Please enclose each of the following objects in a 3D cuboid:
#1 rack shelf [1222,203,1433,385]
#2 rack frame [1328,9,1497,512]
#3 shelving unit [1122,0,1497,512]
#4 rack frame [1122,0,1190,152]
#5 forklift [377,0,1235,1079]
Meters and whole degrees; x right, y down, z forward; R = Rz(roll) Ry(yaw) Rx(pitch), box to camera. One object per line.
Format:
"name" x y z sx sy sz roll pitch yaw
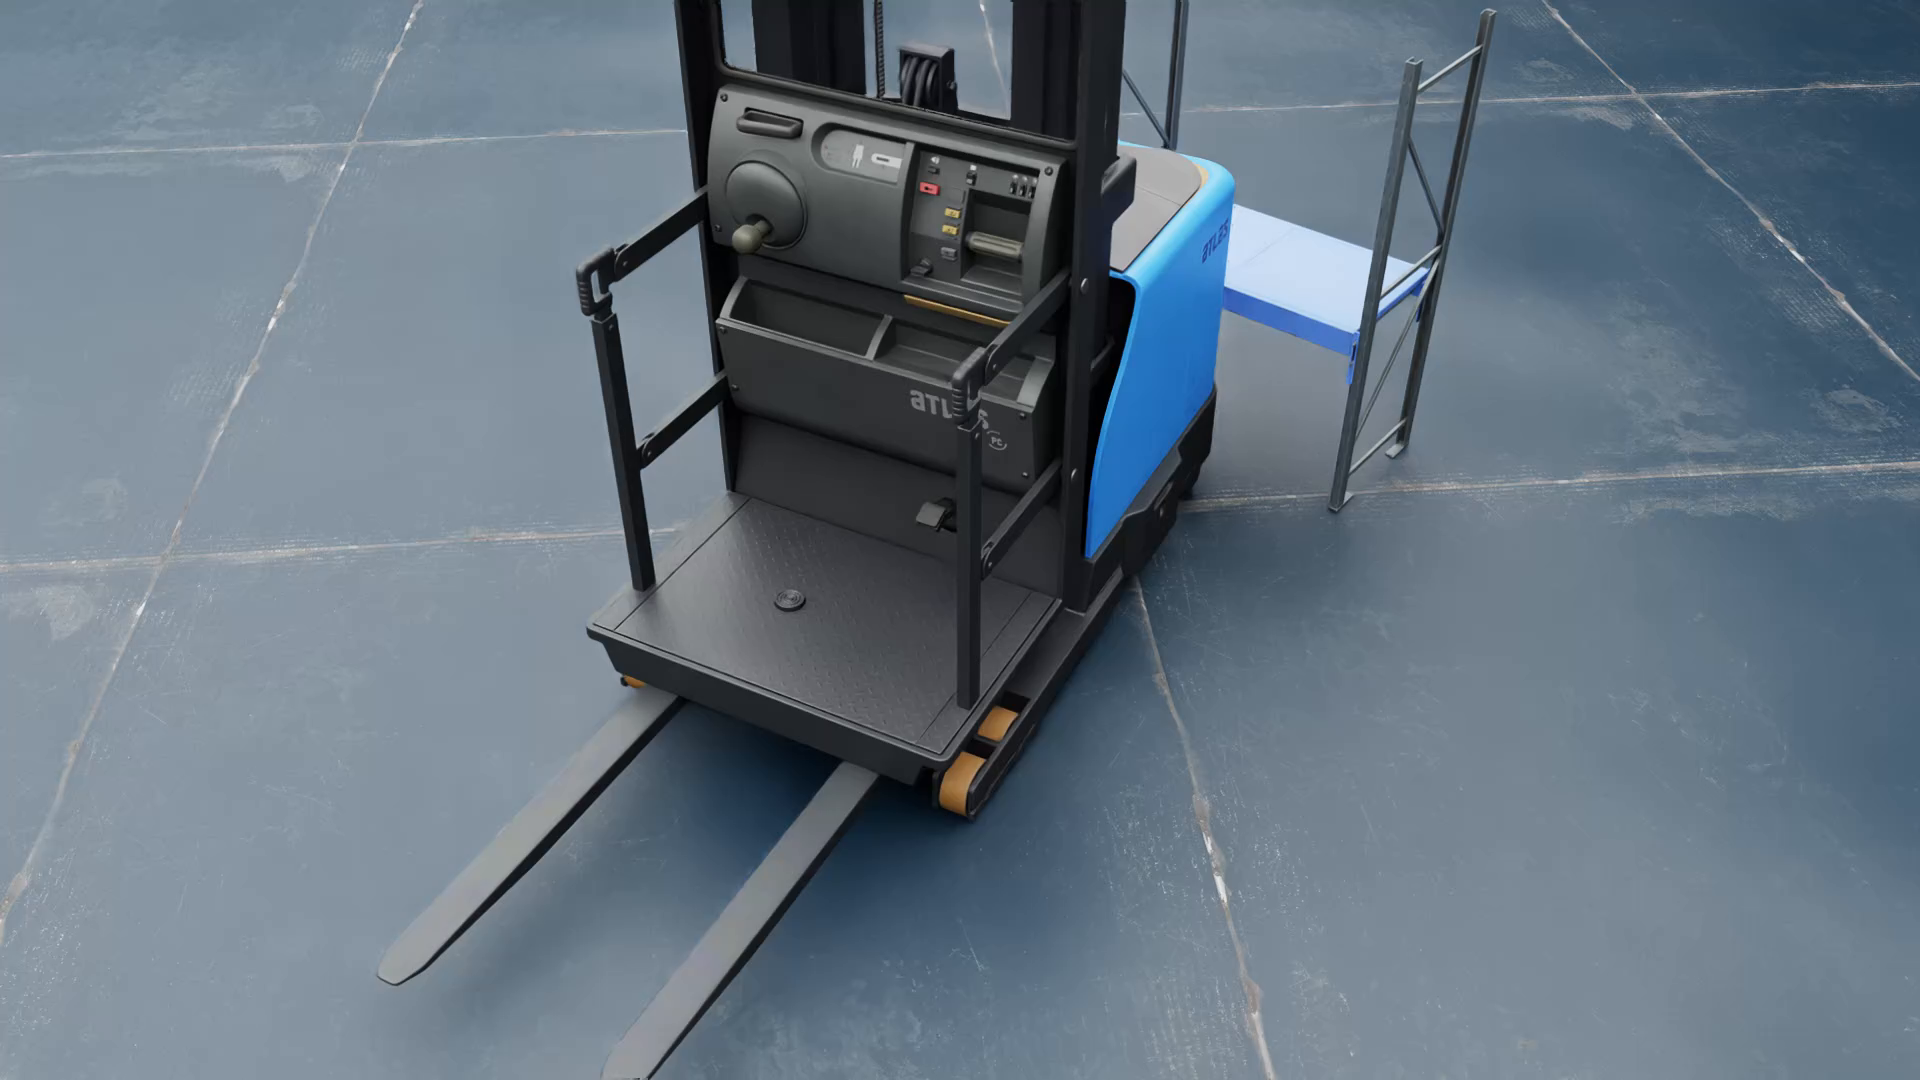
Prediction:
"rack shelf" 0.967 -0.862 5.422 1.000 0.185 0.538 27 45 30
"rack frame" 1.361 -0.805 5.059 0.032 1.500 0.500 27 45 30
"shelving unit" 0.967 -1.004 5.311 1.048 1.500 0.538 27 45 30
"rack frame" 0.573 -1.202 5.563 0.032 1.500 0.500 27 45 30
"forklift" -0.296 -0.750 3.835 1.130 2.935 3.031 18 42 21
